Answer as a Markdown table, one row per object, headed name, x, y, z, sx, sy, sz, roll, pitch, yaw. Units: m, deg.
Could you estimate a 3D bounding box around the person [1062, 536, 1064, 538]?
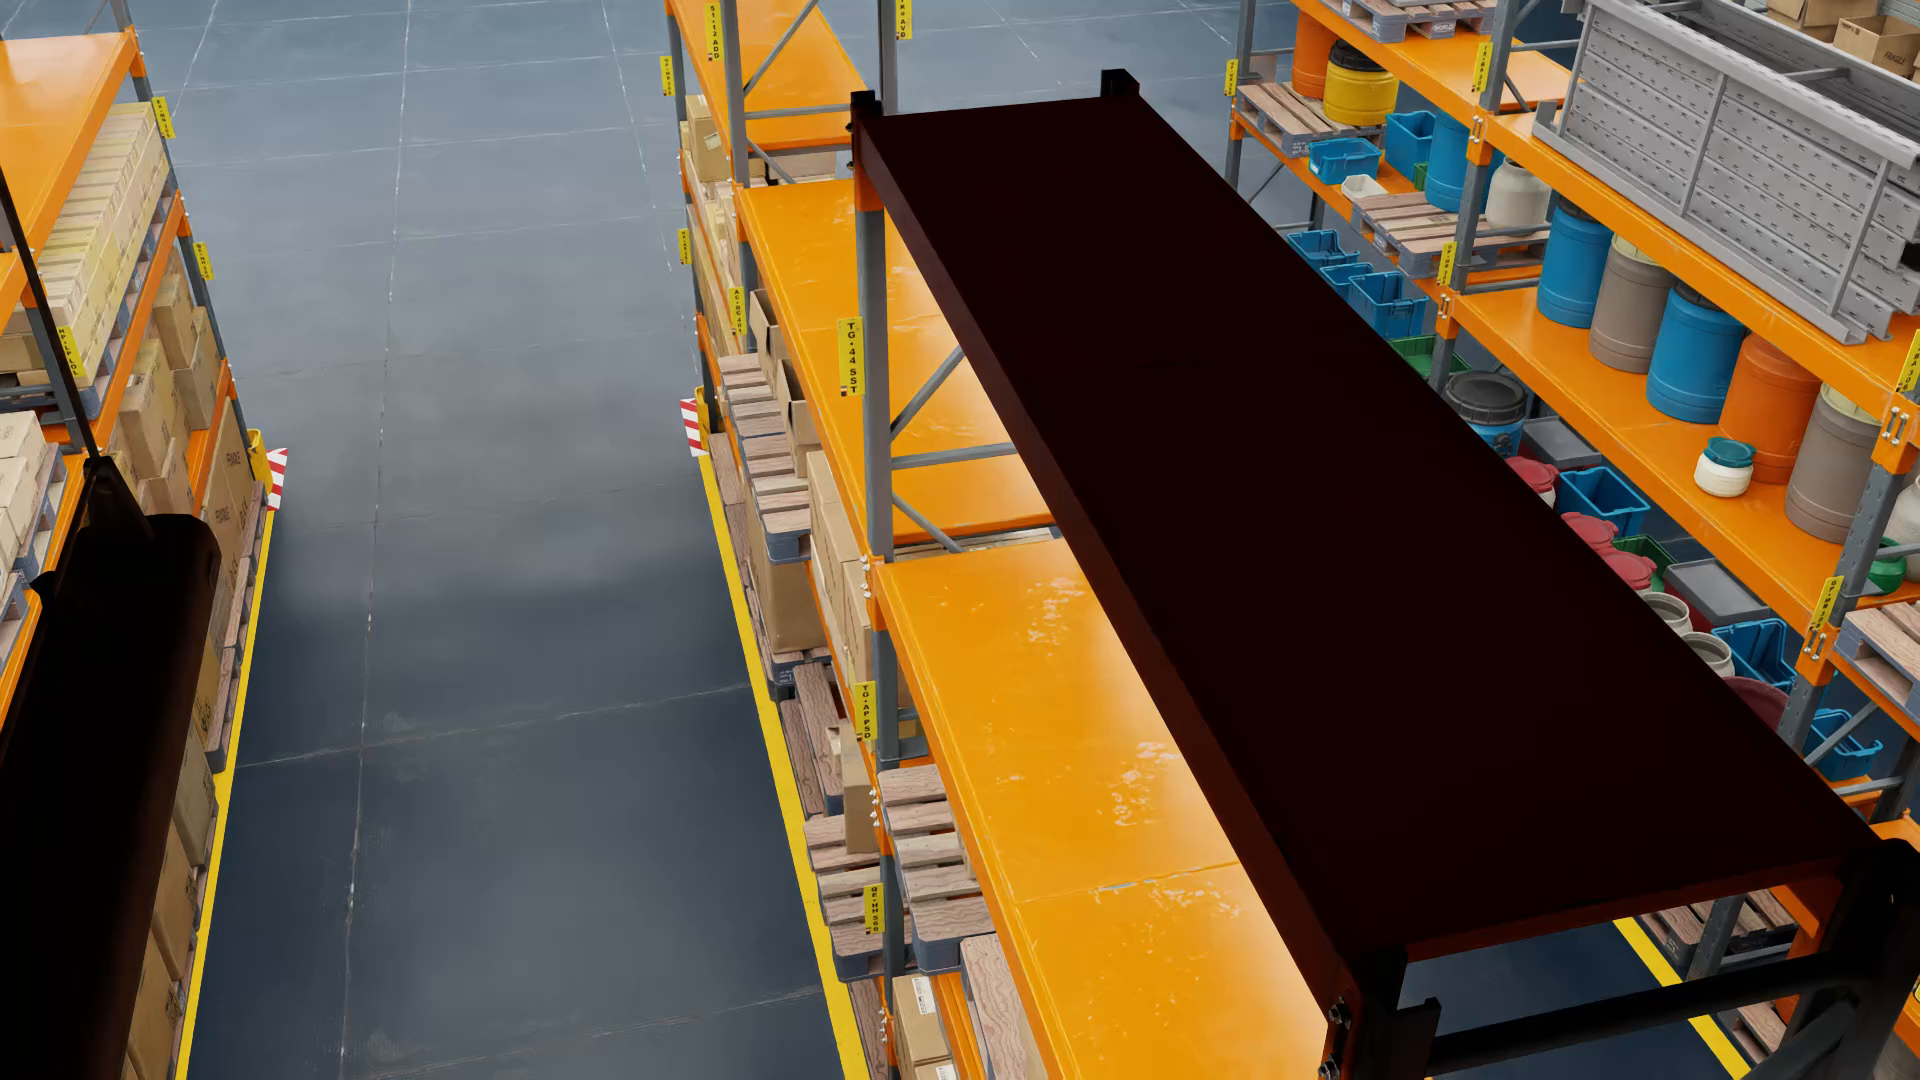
| name | x | y | z | sx | sy | sz | roll | pitch | yaw |
| --- | --- | --- | --- | --- | --- | --- | --- | --- | --- |
| person | 0.694 | 0.542 | 11.477 | 0.595 | 1.606 | 0.680 | -13 | 37 | -19 |
